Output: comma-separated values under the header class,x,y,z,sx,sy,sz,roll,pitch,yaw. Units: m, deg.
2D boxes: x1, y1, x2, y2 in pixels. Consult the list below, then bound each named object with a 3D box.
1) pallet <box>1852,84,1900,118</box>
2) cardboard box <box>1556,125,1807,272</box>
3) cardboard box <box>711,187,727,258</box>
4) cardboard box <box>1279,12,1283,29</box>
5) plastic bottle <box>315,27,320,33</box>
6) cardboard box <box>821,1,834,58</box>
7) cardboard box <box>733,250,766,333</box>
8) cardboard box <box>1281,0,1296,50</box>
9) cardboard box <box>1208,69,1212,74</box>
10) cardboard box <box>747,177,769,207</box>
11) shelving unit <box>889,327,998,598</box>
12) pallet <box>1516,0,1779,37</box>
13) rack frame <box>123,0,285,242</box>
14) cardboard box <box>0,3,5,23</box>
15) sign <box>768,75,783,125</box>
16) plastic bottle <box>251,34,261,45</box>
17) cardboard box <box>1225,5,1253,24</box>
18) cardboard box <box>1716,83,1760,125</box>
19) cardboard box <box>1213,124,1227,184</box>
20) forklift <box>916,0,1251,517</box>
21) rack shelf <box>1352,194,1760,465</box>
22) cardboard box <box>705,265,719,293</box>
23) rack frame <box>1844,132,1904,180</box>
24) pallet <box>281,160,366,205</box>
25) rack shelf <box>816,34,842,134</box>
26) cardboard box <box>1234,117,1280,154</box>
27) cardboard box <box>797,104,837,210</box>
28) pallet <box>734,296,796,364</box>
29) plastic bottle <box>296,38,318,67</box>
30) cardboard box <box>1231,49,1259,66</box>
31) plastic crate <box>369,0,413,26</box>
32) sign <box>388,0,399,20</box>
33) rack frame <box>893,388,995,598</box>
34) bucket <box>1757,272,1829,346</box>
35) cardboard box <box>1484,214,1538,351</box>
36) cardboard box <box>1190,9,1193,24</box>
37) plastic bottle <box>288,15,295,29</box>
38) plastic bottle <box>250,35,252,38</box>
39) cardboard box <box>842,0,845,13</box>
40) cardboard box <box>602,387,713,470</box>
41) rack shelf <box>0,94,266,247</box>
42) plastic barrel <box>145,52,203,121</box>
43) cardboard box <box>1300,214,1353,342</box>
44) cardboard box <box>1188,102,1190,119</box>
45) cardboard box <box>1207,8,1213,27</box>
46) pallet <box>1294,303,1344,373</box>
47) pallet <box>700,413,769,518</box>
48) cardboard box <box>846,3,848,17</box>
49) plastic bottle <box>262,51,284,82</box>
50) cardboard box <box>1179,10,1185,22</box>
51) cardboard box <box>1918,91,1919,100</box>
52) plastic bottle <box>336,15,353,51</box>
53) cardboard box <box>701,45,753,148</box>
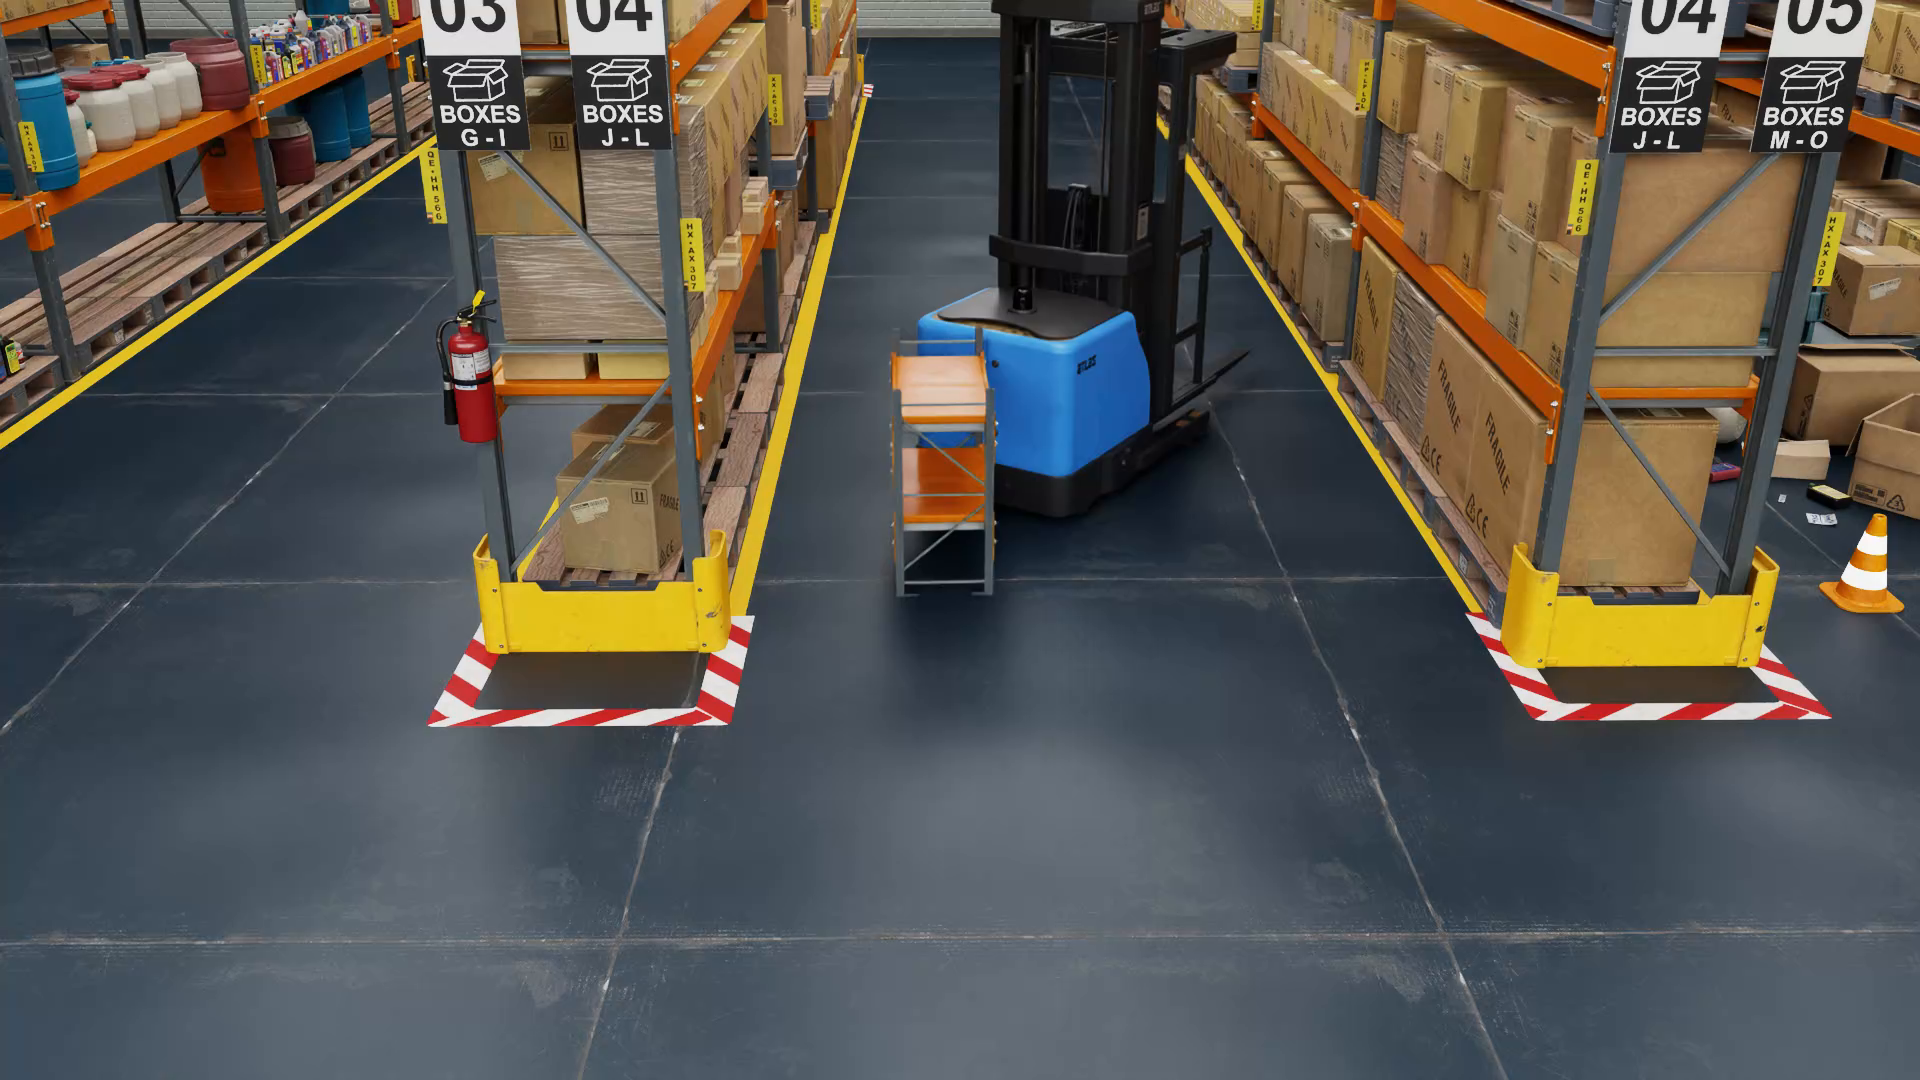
class,x,y,z,sx,sy,sz,roll,pitch,yaw
pallet,8.212,-3.821,14.290,1.213,0.211,1.003,0,24,-1
cardboard box,3.271,-1.554,7.554,0.875,0.550,0.550,0,24,-1
cardboard box,-1.784,-1.886,9.297,0.875,0.500,0.500,0,24,-1
cardboard box,3.329,-5.081,16.278,0.380,0.149,0.250,0,24,-1
plastic bottle,-6.594,-5.141,17.133,0.097,0.271,0.097,0,24,0
cardboard box,-1.566,-5.240,17.074,0.500,0.500,0.500,-1,24,-1
cardboard box,-1.753,-1.823,12.140,0.700,0.500,0.500,-2,24,-5
cardboard box,3.144,-4.453,14.122,0.700,0.500,0.500,0,24,-1
cardboard box,3.286,-5.844,20.759,0.380,0.149,0.250,-1,24,-2
cardboard box,-1.472,-2.307,11.015,0.380,0.149,0.250,0,24,-1
shelving unit,-0.101,-0.435,8.848,0.538,1.125,1.048,-1,24,-2
pallet,3.218,-2.473,7.545,1.003,0.211,1.213,0,24,-1
rack frame,-6.764,-4.134,14.751,1.000,3.000,0.127,0,24,-1
cardboard box,-11.503,-6.230,19.263,0.500,0.500,0.500,0,24,0
sign,-1.225,-2.909,10.990,0.100,0.325,0.005,0,24,-1
plastic bottle,-7.051,-4.927,16.660,0.097,0.271,0.097,0,24,0
cardboard box,2.682,-4.897,15.510,0.380,0.149,0.250,0,24,1
cardboard box,8.168,-4.077,16.693,0.875,0.875,0.875,0,24,0
cardboard box,2.857,-3.892,16.738,0.500,0.500,0.500,-1,24,-3
forklift,0.952,-2.024,10.168,1.130,2.935,3.031,15,28,29
rack shelf,3.215,-1.337,9.440,1.077,0.370,4.000,0,24,-1
cardboard box,-1.509,-1.379,8.965,0.380,0.149,0.250,0,24,-1
rack frame,8.098,-4.201,14.899,1.000,3.000,0.127,0,24,-1
pallet,-6.825,-3.690,17.153,1.003,0.211,1.213,0,24,-1
rack shelf,-1.833,-4.653,16.771,1.077,0.370,4.000,0,24,-1
cardboard box,2.880,-3.812,15.652,0.500,0.250,0.500,-1,24,-2
cardboard box,-1.798,-3.664,15.781,1.225,0.875,0.875,-1,24,-3
pallet,-1.778,-1.559,12.440,1.003,0.211,1.213,0,24,-1
plastic bottle,-6.461,-4.829,16.438,0.152,0.276,0.135,0,24,-1
cardboard box,2.684,-4.415,15.168,0.380,0.149,0.250,0,24,0
plastic crate,-6.567,-6.208,19.186,0.402,0.464,0.583,0,24,-1
sign,-6.258,-5.911,18.343,0.100,0.325,0.005,0,24,-1
rack frame,-0.080,-0.226,8.385,0.500,1.125,0.032,-1,24,-2
bucket,5.500,-1.644,11.374,0.726,0.611,0.620,8,16,18
cardboard box,3.159,-1.288,8.277,0.875,0.550,0.550,0,24,-1
cardboard box,2.659,-5.584,17.751,0.380,0.149,0.250,0,24,0
plastic bottle,-7.229,-5.522,17.960,0.061,0.283,0.133,0,24,-1
plastic bottle,-7.197,-5.007,16.836,0.097,0.271,0.097,0,24,0
cardboard box,-1.599,-6.272,19.299,0.500,0.250,0.500,0,24,-1
cardboard box,-1.743,-0.674,9.624,0.500,0.500,0.500,2,24,4
rack shelf,-6.742,-2.983,13.078,1.077,0.370,4.000,0,24,-1
plastic barrel,-6.539,-3.762,13.793,0.421,0.512,0.421,0,24,0
cardboard box,3.096,-1.911,12.055,1.050,0.750,0.750,0,24,-1
cardboard box,2.784,-4.942,19.126,0.380,0.149,0.250,0,24,0
cardboard box,2.669,-5.189,16.518,0.380,0.149,0.250,-1,24,-2
pallet,3.109,-1.536,12.390,1.003,0.211,1.213,0,24,-1
pallet,-1.709,-0.457,10.005,1.003,0.211,1.213,0,24,-1
cardboard box,-1.540,-6.348,19.951,0.380,0.149,0.250,0,24,0
plastic bottle,-6.451,-4.448,15.596,0.152,0.276,0.135,0,24,-1
cardboard box,2.802,-6.222,19.672,0.380,0.149,0.250,-1,24,-3
cardboard box,7.947,-3.585,13.332,0.380,0.149,0.250,1,24,2
plastic bottle,-6.469,-5.307,17.403,0.144,0.351,0.185,0,24,-1
cardboard box,-1.477,-2.549,9.550,0.500,0.500,0.500,0,24,-1
